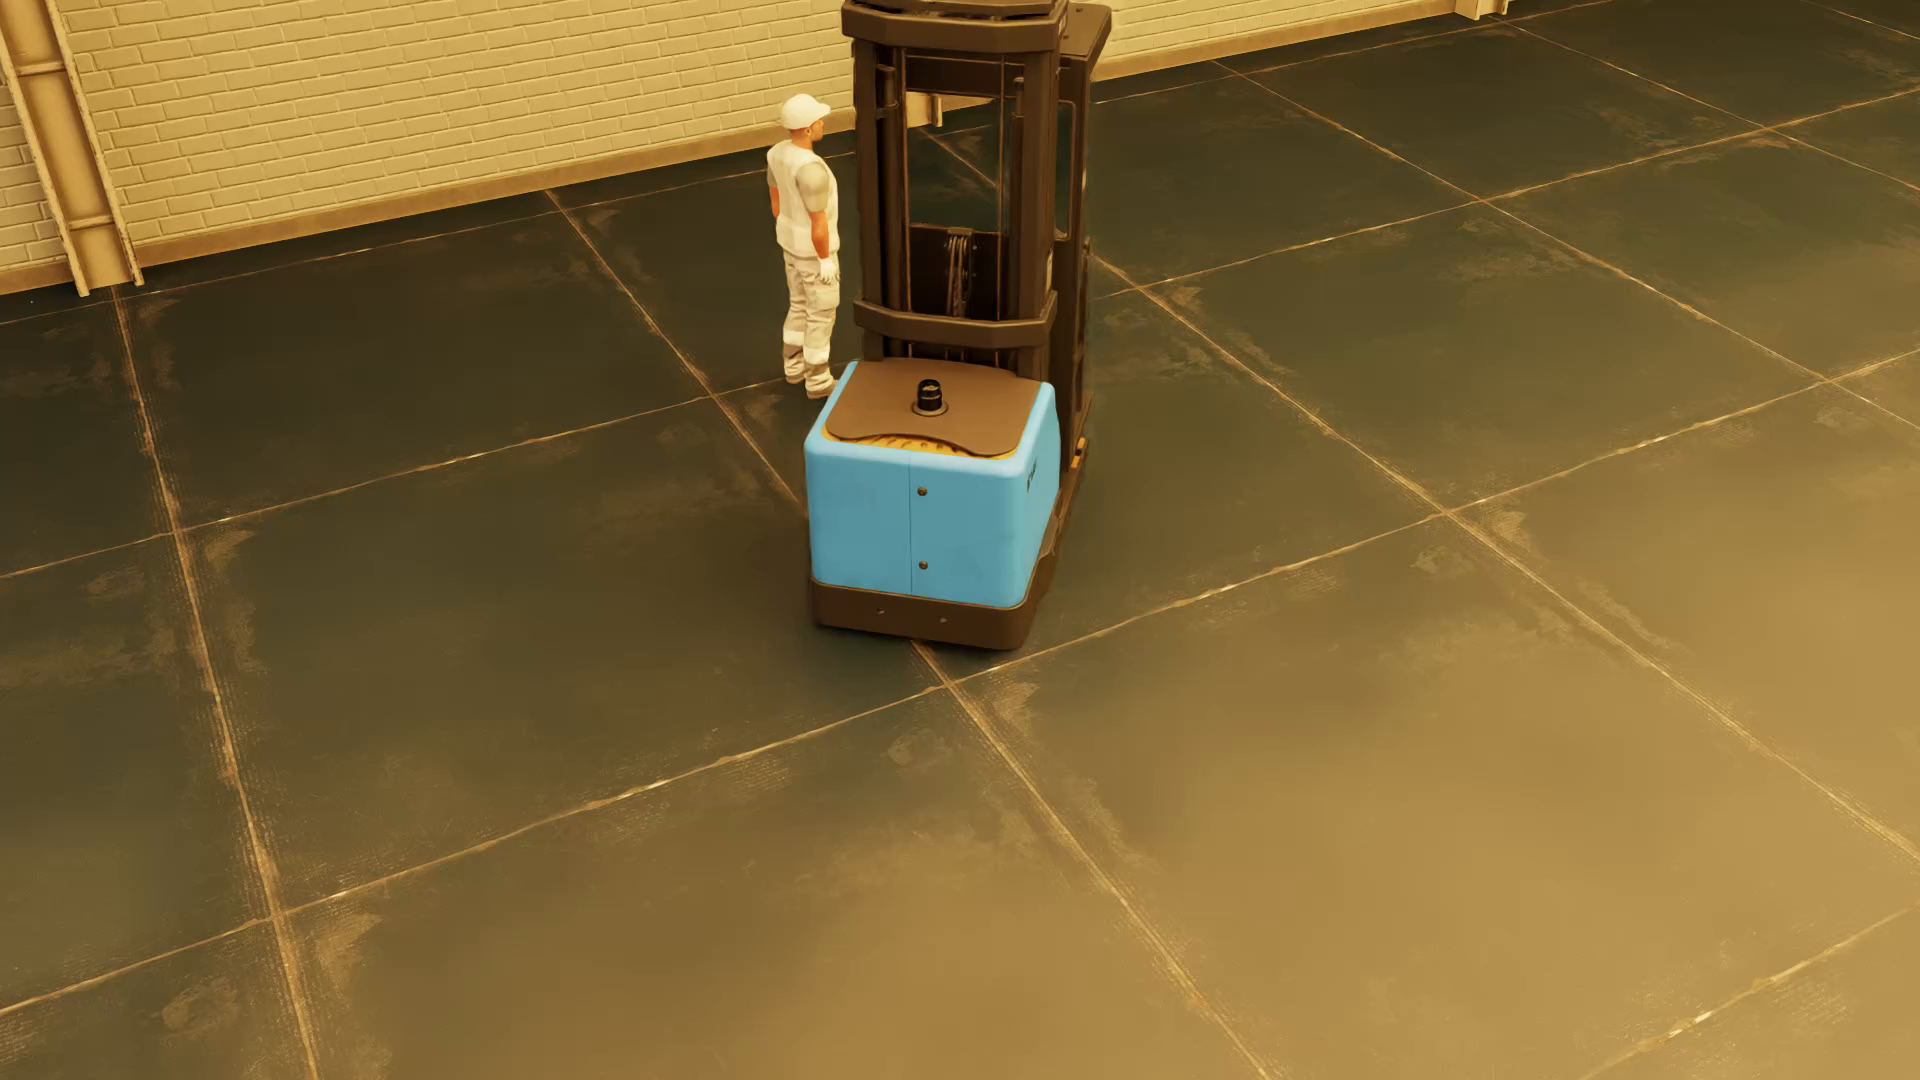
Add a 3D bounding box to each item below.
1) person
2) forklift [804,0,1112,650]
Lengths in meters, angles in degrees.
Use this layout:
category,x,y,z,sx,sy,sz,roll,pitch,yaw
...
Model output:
category,x,y,z,sx,sy,sz,roll,pitch,yaw
person,-0.861,-1.667,9.475,0.330,1.794,0.580,-21,40,-27
forklift,0.104,-1.528,8.285,1.130,2.935,3.031,7,36,10
